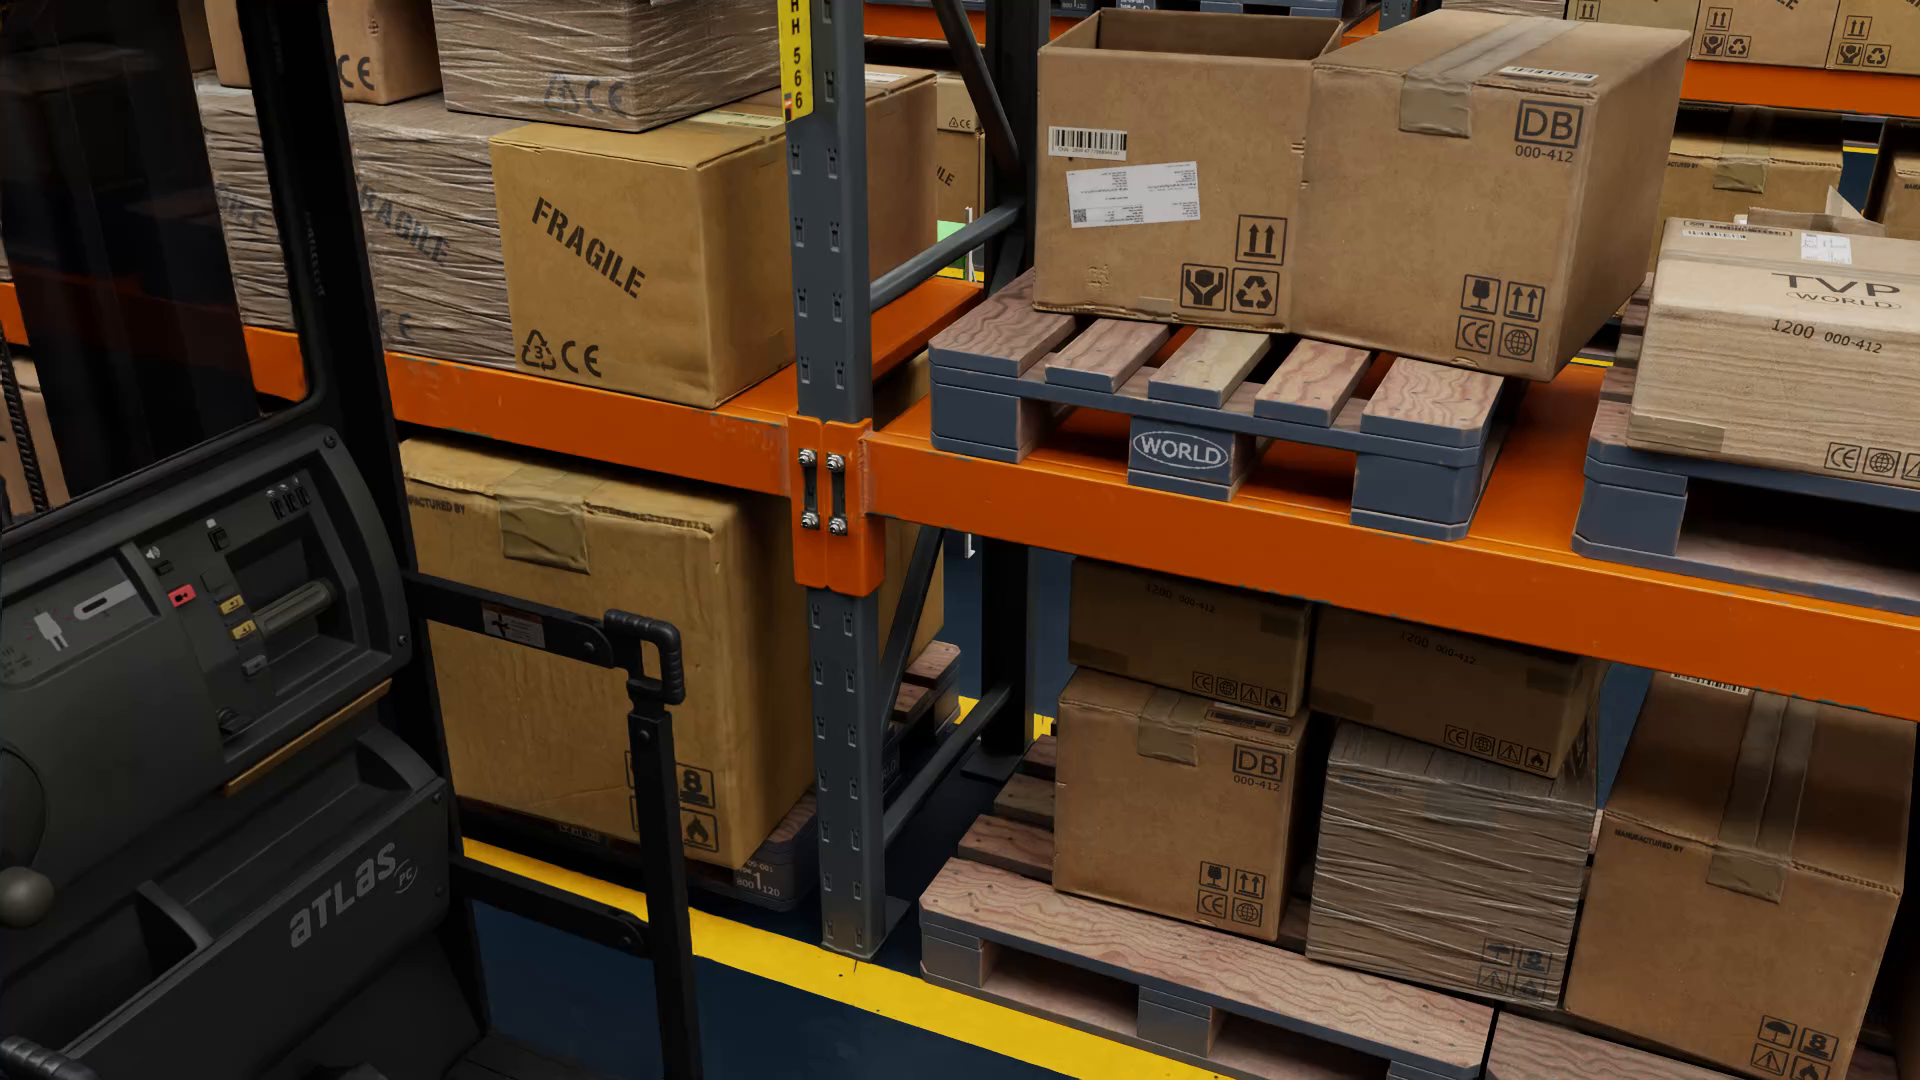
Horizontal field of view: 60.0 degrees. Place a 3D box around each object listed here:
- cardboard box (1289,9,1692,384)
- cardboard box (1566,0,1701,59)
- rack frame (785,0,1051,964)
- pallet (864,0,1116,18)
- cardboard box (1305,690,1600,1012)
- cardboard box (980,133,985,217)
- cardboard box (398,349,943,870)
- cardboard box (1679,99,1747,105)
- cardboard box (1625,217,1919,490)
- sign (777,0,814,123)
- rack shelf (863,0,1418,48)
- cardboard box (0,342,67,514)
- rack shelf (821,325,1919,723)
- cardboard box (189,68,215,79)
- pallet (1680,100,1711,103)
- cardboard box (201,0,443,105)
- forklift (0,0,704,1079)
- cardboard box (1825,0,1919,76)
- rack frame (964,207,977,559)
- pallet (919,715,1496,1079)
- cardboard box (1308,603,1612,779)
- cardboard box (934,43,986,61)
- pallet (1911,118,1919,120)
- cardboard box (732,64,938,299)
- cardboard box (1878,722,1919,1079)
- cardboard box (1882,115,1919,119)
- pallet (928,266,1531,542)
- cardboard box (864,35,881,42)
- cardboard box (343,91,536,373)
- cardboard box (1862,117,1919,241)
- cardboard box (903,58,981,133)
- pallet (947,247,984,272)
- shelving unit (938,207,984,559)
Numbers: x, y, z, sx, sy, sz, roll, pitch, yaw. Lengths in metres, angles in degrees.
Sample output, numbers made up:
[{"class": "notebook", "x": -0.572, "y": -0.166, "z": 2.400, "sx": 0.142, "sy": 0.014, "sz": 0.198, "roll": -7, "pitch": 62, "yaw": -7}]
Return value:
[{"class": "cardboard box", "x": 1.001, "y": -0.681, "z": 3.148, "sx": 0.500, "sy": 0.500, "sz": 0.700, "roll": 16, "pitch": 30, "yaw": 29}, {"class": "cardboard box", "x": 2.850, "y": -2.330, "z": 6.974, "sx": 0.500, "sy": 0.500, "sz": 0.500, "roll": 11, "pitch": 28, "yaw": 21}, {"class": "rack frame", "x": -0.057, "y": -0.592, "z": 3.556, "sx": 0.127, "sy": 3.000, "sz": 1.000, "roll": 11, "pitch": 28, "yaw": 22}, {"class": "pallet", "x": 0.270, "y": -2.827, "z": 8.314, "sx": 1.213, "sy": 0.211, "sz": 1.003, "roll": 11, "pitch": 28, "yaw": 22}, {"class": "cardboard box", "x": 1.072, "y": 0.543, "z": 3.583, "sx": 0.500, "sy": 0.500, "sz": 0.700, "roll": 9, "pitch": 28, "yaw": 18}, {"class": "cardboard box", "x": 0.422, "y": -1.837, "z": 8.439, "sx": 0.500, "sy": 0.500, "sz": 0.500, "roll": 10, "pitch": 28, "yaw": 20}, {"class": "cardboard box", "x": -0.676, "y": 0.038, "z": 4.206, "sx": 0.875, "sy": 0.875, "sz": 1.225, "roll": 10, "pitch": 28, "yaw": 19}, {"class": "cardboard box", "x": 5.231, "y": -3.347, "z": 11.652, "sx": 0.625, "sy": 0.372, "sz": 0.950, "roll": 11, "pitch": 28, "yaw": 21}, {"class": "cardboard box", "x": 1.374, "y": -0.314, "z": 2.687, "sx": 0.500, "sy": 0.250, "sz": 0.500, "roll": 11, "pitch": 28, "yaw": 20}, {"class": "sign", "x": -0.283, "y": -0.888, "z": 2.846, "sx": 0.005, "sy": 0.325, "sz": 0.100, "roll": 11, "pitch": 28, "yaw": 22}, {"class": "rack shelf", "x": 0.268, "y": -2.611, "z": 8.471, "sx": 4.000, "sy": 0.370, "sz": 1.077, "roll": 11, "pitch": 28, "yaw": 22}, {"class": "cardboard box", "x": -2.293, "y": -0.287, "z": 4.866, "sx": 0.875, "sy": 0.875, "sz": 1.225, "roll": 10, "pitch": 28, "yaw": 20}, {"class": "rack shelf", "x": 1.764, "y": 0.096, "z": 2.973, "sx": 4.000, "sy": 0.370, "sz": 1.077, "roll": 11, "pitch": 28, "yaw": 22}, {"class": "cardboard box", "x": -1.997, "y": -0.908, "z": 4.085, "sx": 0.500, "sy": 0.500, "sz": 0.500, "roll": 12, "pitch": 29, "yaw": 23}, {"class": "pallet", "x": 4.756, "y": -3.182, "z": 11.974, "sx": 1.213, "sy": 0.211, "sz": 1.003, "roll": 11, "pitch": 28, "yaw": 22}, {"class": "cardboard box", "x": -1.307, "y": -1.347, "z": 3.842, "sx": 0.637, "sy": 0.503, "sz": 0.797, "roll": 12, "pitch": 29, "yaw": 23}, {"class": "forklift", "x": -0.922, "y": 0.169, "z": 2.089, "sx": 3.031, "sy": 2.935, "sz": 1.130, "roll": 12, "pitch": 29, "yaw": 23}, {"class": "cardboard box", "x": 3.761, "y": -2.146, "z": 6.599, "sx": 0.500, "sy": 0.500, "sz": 0.500, "roll": 11, "pitch": 28, "yaw": 21}, {"class": "rack frame", "x": 0.071, "y": -0.524, "z": 5.456, "sx": 0.015, "sy": 1.200, "sz": 0.240, "roll": 11, "pitch": 28, "yaw": 22}, {"class": "pallet", "x": 0.654, "y": 0.803, "z": 3.881, "sx": 1.213, "sy": 0.211, "sz": 1.003, "roll": 11, "pitch": 28, "yaw": 22}, {"class": "cardboard box", "x": 1.053, "y": 0.199, "z": 3.433, "sx": 0.500, "sy": 0.250, "sz": 0.500, "roll": 15, "pitch": 30, "yaw": 28}, {"class": "cardboard box", "x": 0.179, "y": -2.478, "z": 8.892, "sx": 0.500, "sy": 0.250, "sz": 0.500, "roll": 10, "pitch": 28, "yaw": 20}, {"class": "pallet", "x": 6.978, "y": -2.736, "z": 11.068, "sx": 1.213, "sy": 0.211, "sz": 1.003, "roll": 11, "pitch": 28, "yaw": 22}, {"class": "cardboard box", "x": -0.386, "y": -0.835, "z": 3.937, "sx": 0.500, "sy": 0.500, "sz": 0.500, "roll": 12, "pitch": 29, "yaw": 23}, {"class": "cardboard box", "x": 2.099, "y": 0.746, "z": 3.171, "sx": 0.500, "sy": 0.500, "sz": 0.700, "roll": 9, "pitch": 28, "yaw": 17}, {"class": "cardboard box", "x": 6.553, "y": -3.080, "z": 11.109, "sx": 0.625, "sy": 0.372, "sz": 0.950, "roll": 13, "pitch": 29, "yaw": 25}, {"class": "pallet", "x": 0.636, "y": -0.418, "z": 3.421, "sx": 1.003, "sy": 0.211, "sz": 1.213, "roll": 11, "pitch": 28, "yaw": 22}, {"class": "cardboard box", "x": -0.770, "y": -2.668, "z": 9.279, "sx": 0.500, "sy": 0.250, "sz": 0.500, "roll": 11, "pitch": 28, "yaw": 20}, {"class": "cardboard box", "x": -1.060, "y": -0.721, "z": 3.705, "sx": 0.500, "sy": 0.500, "sz": 0.500, "roll": 11, "pitch": 28, "yaw": 21}, {"class": "cardboard box", "x": 4.251, "y": -1.271, "z": 7.007, "sx": 0.750, "sy": 0.750, "sz": 1.050, "roll": 11, "pitch": 28, "yaw": 22}, {"class": "cardboard box", "x": -0.041, "y": -2.270, "z": 8.470, "sx": 0.500, "sy": 0.250, "sz": 0.500, "roll": 13, "pitch": 29, "yaw": 24}, {"class": "pallet", "x": 0.271, "y": -1.684, "z": 8.931, "sx": 1.213, "sy": 0.211, "sz": 1.003, "roll": 11, "pitch": 28, "yaw": 22}, {"class": "shelving unit", "x": -0.151, "y": -0.569, "z": 5.546, "sx": 0.503, "sy": 1.200, "sz": 0.258, "roll": 11, "pitch": 28, "yaw": 22}]
